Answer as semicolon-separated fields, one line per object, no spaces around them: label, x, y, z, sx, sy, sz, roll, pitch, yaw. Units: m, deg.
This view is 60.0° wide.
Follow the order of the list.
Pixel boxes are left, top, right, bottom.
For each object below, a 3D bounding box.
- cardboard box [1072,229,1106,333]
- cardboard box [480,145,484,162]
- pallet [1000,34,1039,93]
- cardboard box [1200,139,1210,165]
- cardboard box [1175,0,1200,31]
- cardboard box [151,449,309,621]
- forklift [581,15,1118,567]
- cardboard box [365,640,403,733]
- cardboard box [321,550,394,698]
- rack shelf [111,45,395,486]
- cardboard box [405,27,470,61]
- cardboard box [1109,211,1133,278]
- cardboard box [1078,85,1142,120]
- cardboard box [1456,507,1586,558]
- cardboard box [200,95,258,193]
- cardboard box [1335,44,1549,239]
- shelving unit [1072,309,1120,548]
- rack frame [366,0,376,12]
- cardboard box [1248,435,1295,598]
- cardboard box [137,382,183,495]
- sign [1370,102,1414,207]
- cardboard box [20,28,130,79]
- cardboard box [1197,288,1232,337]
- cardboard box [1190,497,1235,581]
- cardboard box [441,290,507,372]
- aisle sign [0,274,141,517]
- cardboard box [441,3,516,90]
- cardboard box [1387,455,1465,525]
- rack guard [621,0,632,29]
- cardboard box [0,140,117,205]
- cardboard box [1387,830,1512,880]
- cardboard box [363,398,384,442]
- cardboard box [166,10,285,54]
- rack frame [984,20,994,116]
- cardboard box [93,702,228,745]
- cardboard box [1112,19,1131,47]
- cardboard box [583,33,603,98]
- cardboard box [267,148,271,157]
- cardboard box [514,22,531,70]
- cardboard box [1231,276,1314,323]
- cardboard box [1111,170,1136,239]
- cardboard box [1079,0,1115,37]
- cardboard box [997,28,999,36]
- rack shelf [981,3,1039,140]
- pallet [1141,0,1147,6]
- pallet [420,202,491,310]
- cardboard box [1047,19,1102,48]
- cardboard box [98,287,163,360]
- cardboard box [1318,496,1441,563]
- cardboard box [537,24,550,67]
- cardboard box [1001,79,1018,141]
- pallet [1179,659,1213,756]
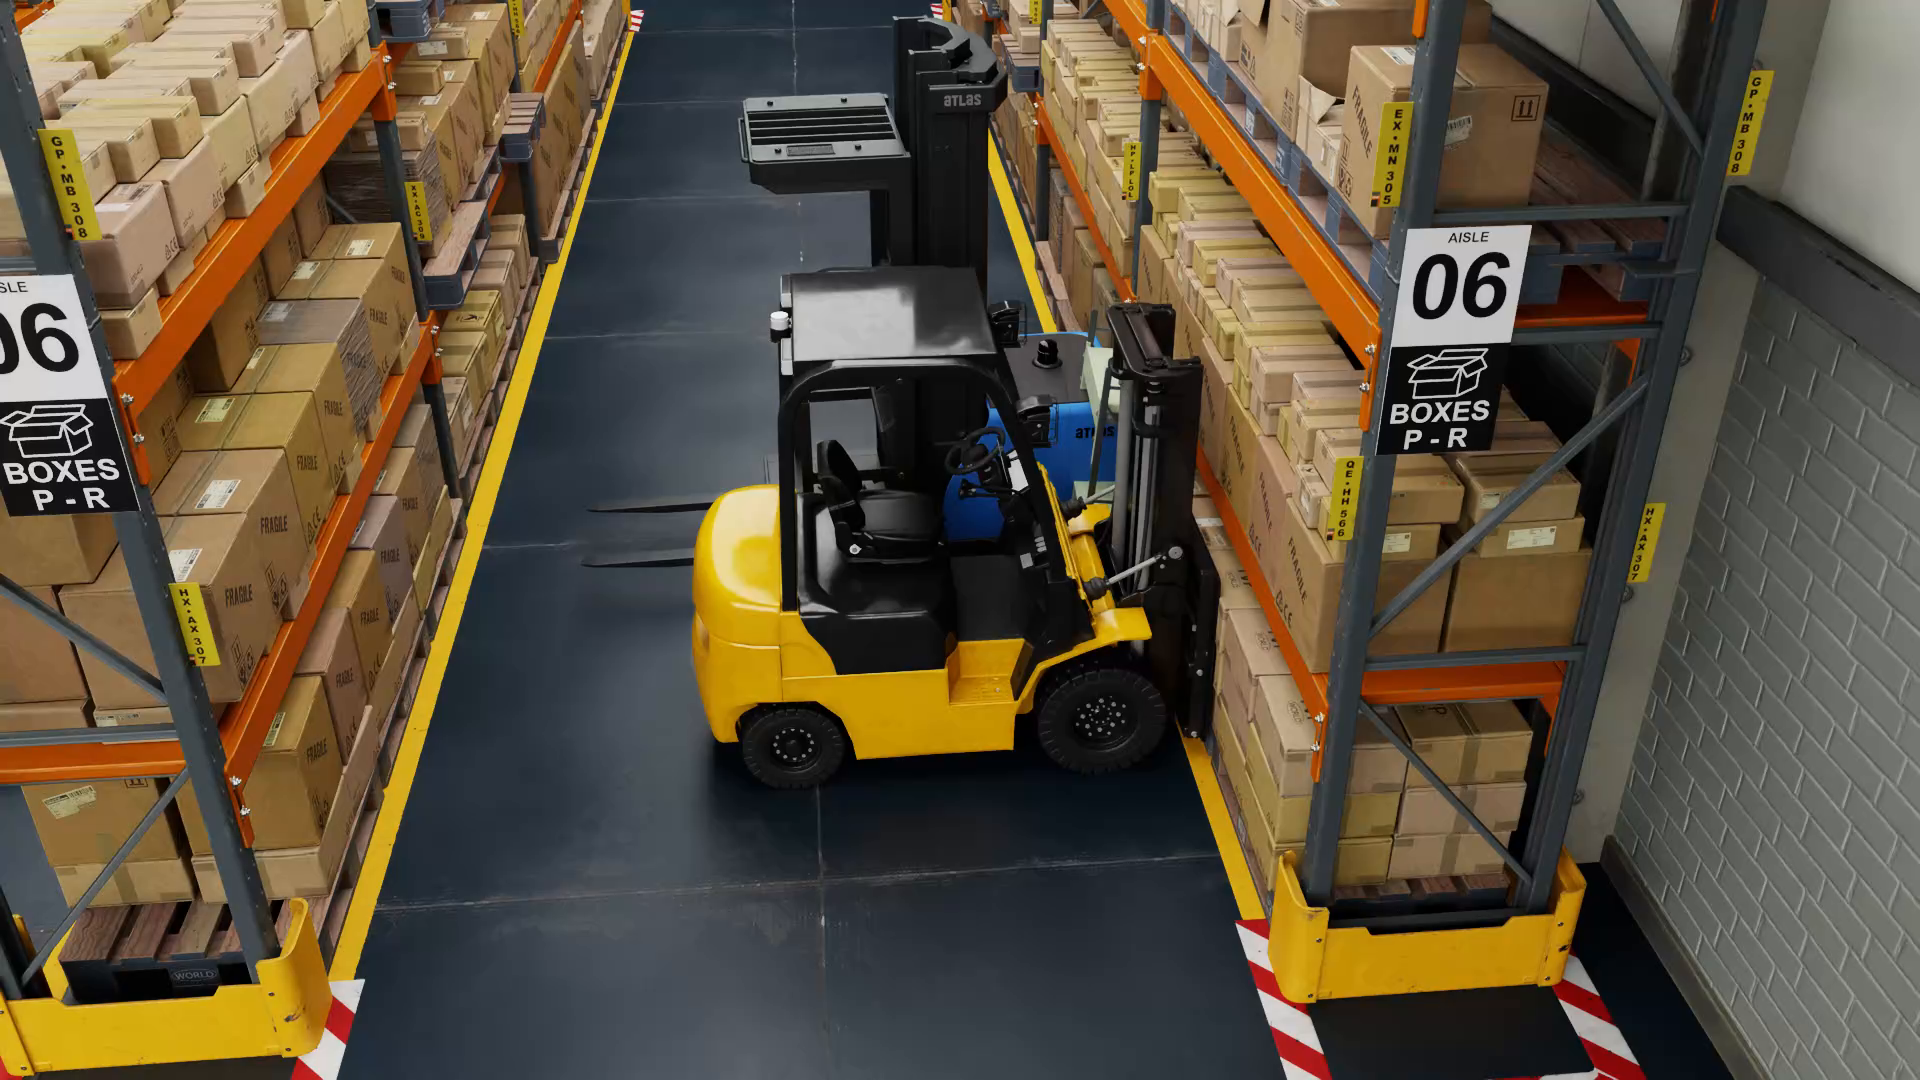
cardboard box;1.293;-1.810;11.761;0.875;0.625;0.625;-4;31;-7
cardboard box;-3.337;-2.534;10.903;0.380;0.149;0.250;-4;31;-6
pallet;0.983;-3.905;13.550;1.213;0.211;1.003;-3;31;-5
cardboard box;1.675;-2.381;10.081;0.380;0.149;0.250;-3;31;-5
cardboard box;1.325;-2.639;7.898;0.500;0.311;0.500;-2;31;-4
cardboard box;-2.898;-0.011;6.455;0.500;0.500;0.500;-2;31;-3
forklift;-0.619;-1.212;8.921;3.031;2.935;1.130;-4;31;-7
cardboard box;-2.982;0.715;7.899;0.500;0.250;0.500;-1;31;-1
cardboard box;-2.973;0.397;7.701;0.500;0.500;0.500;-2;31;-4
rack shelf;-3.265;-1.321;6.812;1.077;0.370;4.000;-3;31;-5
cardboard box;-3.392;-3.213;10.774;0.380;0.149;0.250;-4;31;-7
cardboard box;1.182;-1.783;9.956;0.500;0.250;0.500;-2;31;-3
cardboard box;0.986;-2.870;10.900;0.380;0.149;0.250;-4;31;-6
cardboard box;2.090;-0.067;6.208;0.380;0.149;0.250;-4;31;-6
cardboard box;-2.970;-1.461;6.203;0.500;0.250;0.500;-2;31;-3
cardboard box;1.579;-1.329;5.519;0.500;0.500;0.500;-2;31;-3
shelving unit;0.839;-0.371;8.857;0.431;1.500;0.755;3;30;-4
rack frame;-3.452;-3.938;7.568;1.000;3.000;0.127;-3;31;-5
cardboard box;1.517;-0.107;6.907;0.500;0.500;0.500;-2;31;-3
cardboard box;-3.383;-0.430;6.182;0.700;0.500;0.500;-2;31;-4
sign;1.322;-1.175;5.081;0.100;0.325;0.005;-3;31;-5
cardboard box;-3.520;-1.919;6.580;0.380;0.149;0.250;-2;31;-4
cardboard box;1.348;-1.094;7.926;0.380;0.149;0.250;-4;31;-6
cardboard box;1.359;0.014;8.099;0.500;0.250;0.500;-3;31;-6
cardboard box;-3.641;-1.404;11.329;0.950;0.372;0.625;-2;31;-3
aisle sign;-2.764;-0.420;4.993;0.394;0.787;0.004;-3;31;-5
cardboard box;-3.506;-3.537;11.950;0.500;0.500;0.500;-4;31;-6
cardboard box;1.620;-0.182;6.110;0.380;0.149;0.250;-3;31;-4
rack guard;-4.575;-6.429;20.025;1.175;0.500;0.348;-3;31;-5
cardboard box;-2.948;-1.162;5.313;0.380;0.149;0.250;-3;31;-5
cardboard box;2.012;1.180;7.122;0.500;0.250;0.500;-3;31;-4
cardboard box;-3.020;-0.587;8.052;0.380;0.149;0.250;-3;31;-5
cardboard box;-3.017;-2.075;6.840;0.380;0.149;0.250;-2;31;-4
rack frame;0.742;-5.687;16.346;1.000;3.000;0.127;-3;31;-5
cardboard box;-2.904;0.604;6.059;0.380;0.149;0.250;-3;31;-4
cardboard box;1.348;-3.810;12.473;0.380;0.149;0.250;-2;31;-3
cardboard box;-4.151;-4.853;17.039;0.875;0.438;0.875;-3;31;-5
cardboard box;-3.069;-1.602;6.828;0.380;0.149;0.250;-3;31;-5
cardboard box;-3.627;-3.826;12.889;0.500;0.250;0.500;-3;31;-5
cardboard box;1.464;-1.094;7.637;0.380;0.149;0.250;-3;31;-4
cardboard box;1.189;-1.991;9.817;0.500;0.250;0.500;-3;31;-6
cardboard box;1.223;-4.138;13.246;0.500;0.500;0.500;-1;31;-2
cardboard box;0.571;-5.007;16.313;0.380;0.149;0.250;-3;31;-5
rack shelf;0.929;-4.357;14.821;1.077;0.370;4.000;-3;31;-5
pallet;1.394;-3.258;9.541;0.805;0.209;1.217;-4;31;-7
pallet;-3.379;-1.678;9.821;1.003;0.211;1.213;-3;31;-5
cardboard box;0.852;-3.789;12.439;0.380;0.149;0.250;-2;31;-3
cardboard box;-2.786;-0.685;5.292;0.380;0.149;0.250;-3;31;-5
cardboard box;1.552;-0.045;6.171;0.380;0.149;0.250;-2;31;-4
cardboard box;-3.730;-4.132;13.889;0.500;0.250;0.500;-2;31;-3
cardboard box;0.665;-4.010;15.566;0.500;0.500;0.500;-4;31;-6
pallet;1.639;0.627;8.495;1.003;0.211;1.213;-3;31;-5
